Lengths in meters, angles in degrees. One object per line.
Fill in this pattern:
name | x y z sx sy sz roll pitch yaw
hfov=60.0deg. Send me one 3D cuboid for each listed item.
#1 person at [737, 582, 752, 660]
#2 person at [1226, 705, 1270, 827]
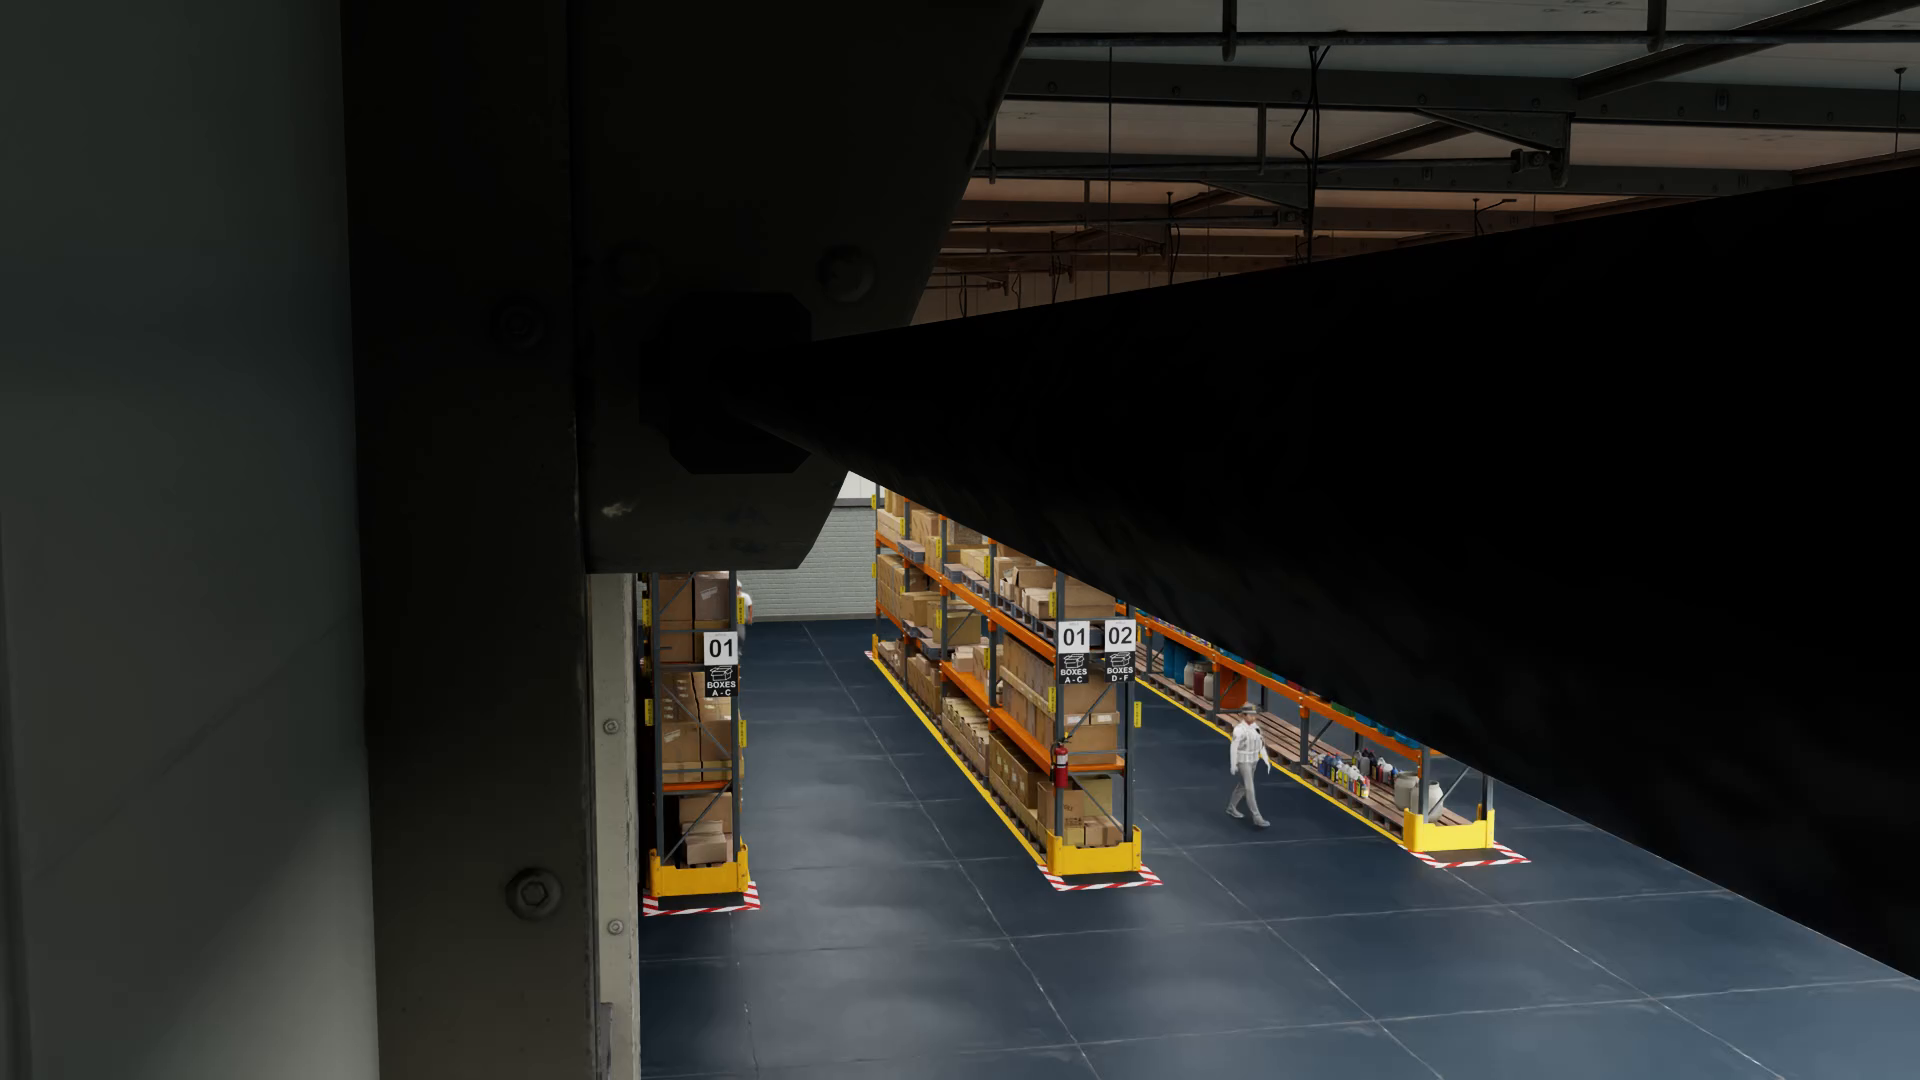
person | -4.893 1.746 36.383 0.724 1.719 0.631 -2 6 -19
person | 4.073 3.116 23.192 0.504 1.644 0.894 -6 8 -44
